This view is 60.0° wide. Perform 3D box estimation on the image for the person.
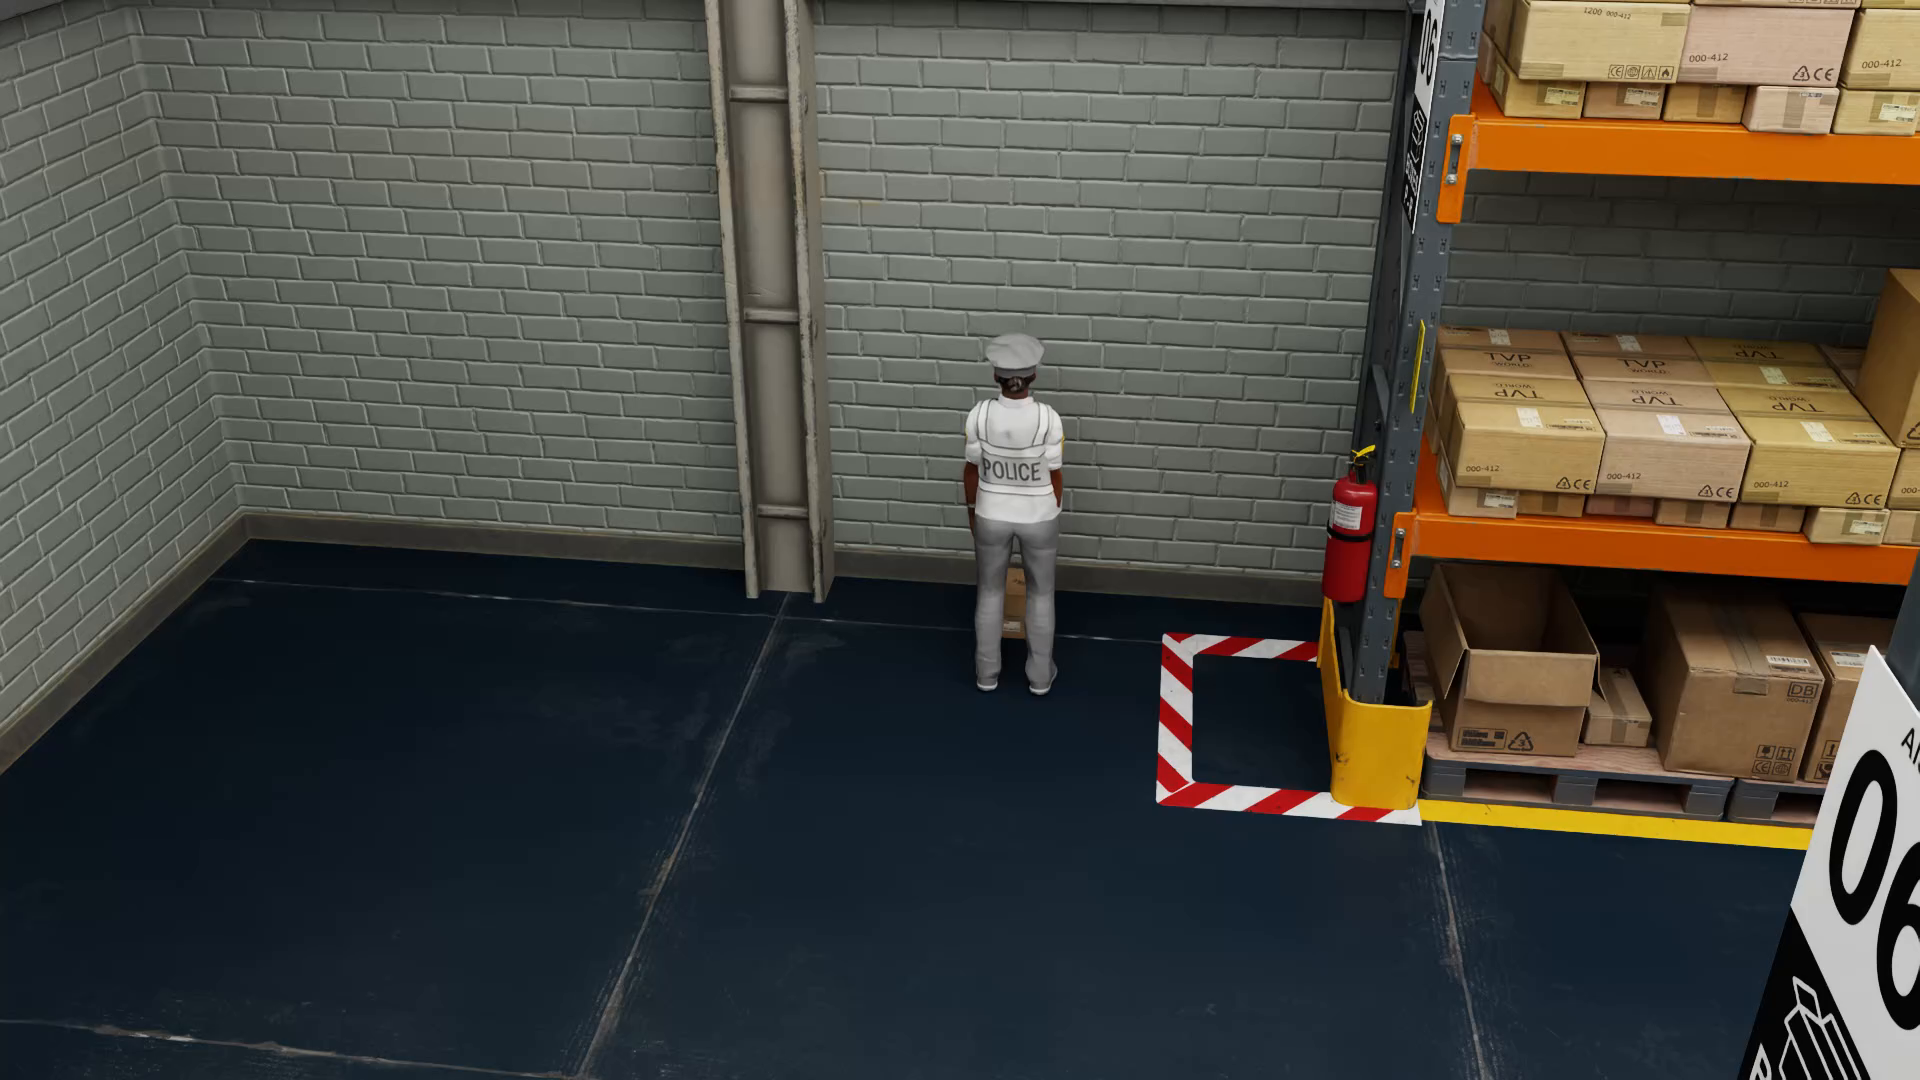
[{"bbox_3d":[0.233,-0.095,7.300,0.437,1.666,0.341,4,29,7],"label":"person"}]
